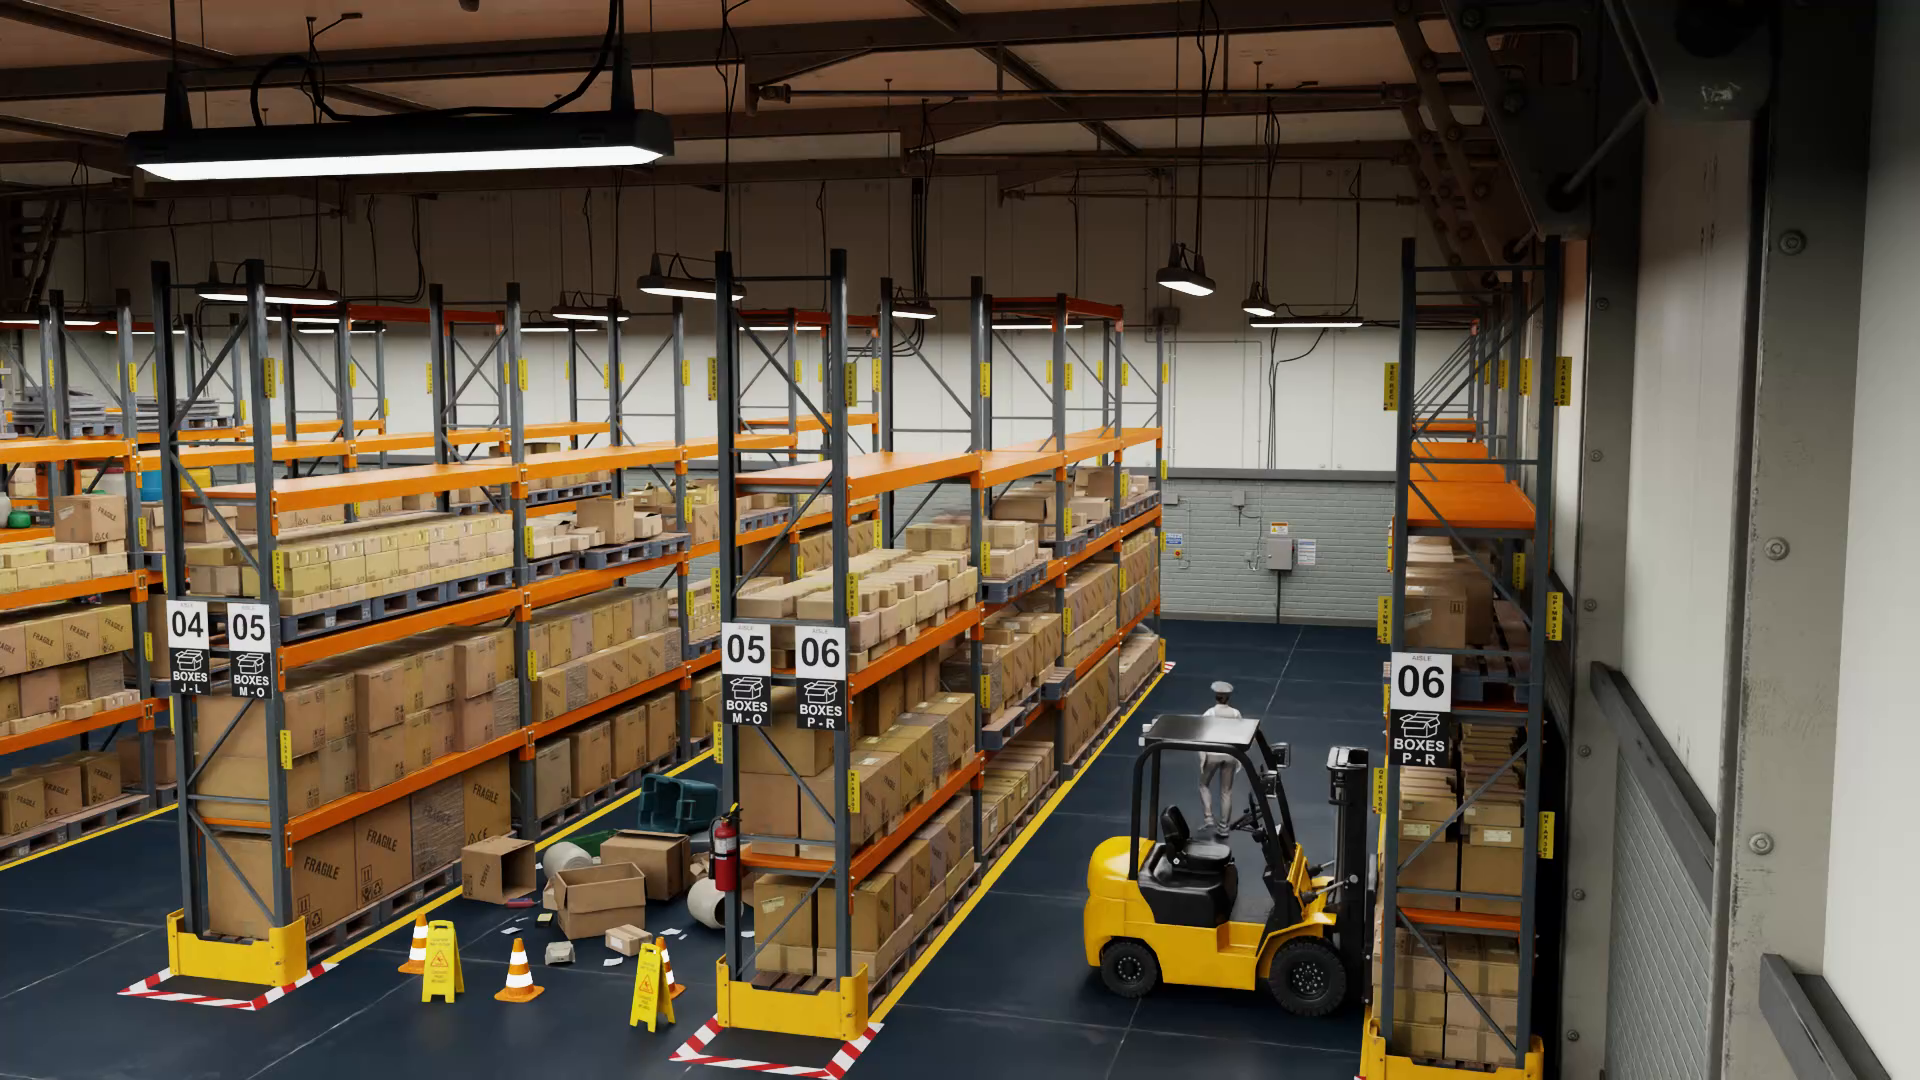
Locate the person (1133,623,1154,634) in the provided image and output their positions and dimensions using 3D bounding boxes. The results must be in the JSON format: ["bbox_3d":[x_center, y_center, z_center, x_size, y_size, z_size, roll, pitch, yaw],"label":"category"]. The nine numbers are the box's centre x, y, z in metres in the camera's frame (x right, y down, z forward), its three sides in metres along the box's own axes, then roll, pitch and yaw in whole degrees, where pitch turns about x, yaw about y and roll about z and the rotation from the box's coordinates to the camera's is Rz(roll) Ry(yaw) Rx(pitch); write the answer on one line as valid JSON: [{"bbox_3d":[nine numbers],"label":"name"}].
[{"bbox_3d":[3.124,1.141,30.166,0.897,1.648,0.469,0,6,1],"label":"person"}]

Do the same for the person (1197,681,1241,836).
[{"bbox_3d":[2.859,2.407,18.269,0.512,1.672,0.419,-1,6,-8],"label":"person"}]
